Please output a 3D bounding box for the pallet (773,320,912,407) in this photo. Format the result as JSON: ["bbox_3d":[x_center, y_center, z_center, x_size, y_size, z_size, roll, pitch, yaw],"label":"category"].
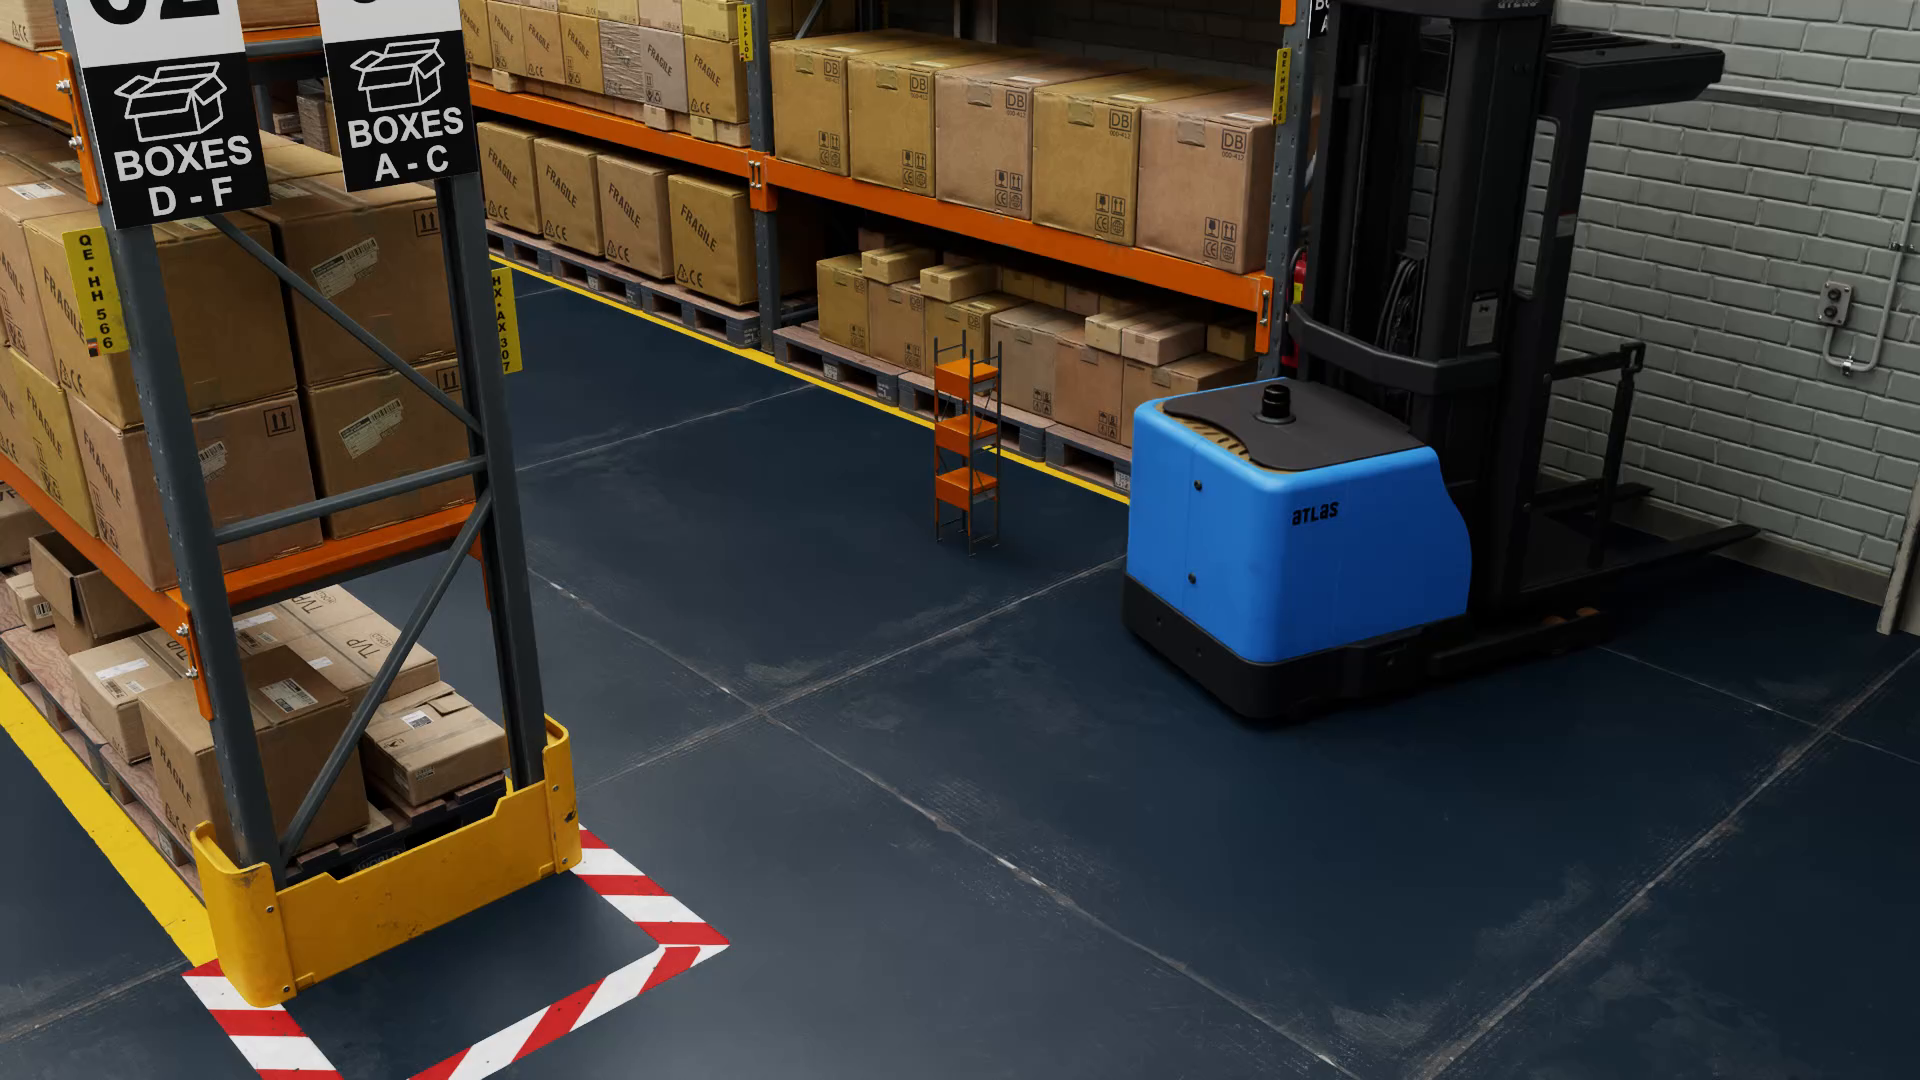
[{"bbox_3d":[-0.443,-1.209,10.647,1.003,0.211,1.213,-21,32,-38],"label":"pallet"}]

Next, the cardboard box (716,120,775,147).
[{"bbox_3d":[-1.343,-2.647,10.718,0.380,0.149,0.250,-21,32,-38],"label":"cardboard box"}]

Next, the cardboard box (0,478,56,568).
[{"bbox_3d":[-4.390,-0.112,7.592,0.500,0.311,0.500,-21,32,-38],"label":"cardboard box"}]

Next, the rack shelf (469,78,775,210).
[{"bbox_3d":[-2.273,-3.009,12.099,1.077,0.370,4.000,-21,32,-38],"label":"rack shelf"}]

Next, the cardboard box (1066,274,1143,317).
[{"bbox_3d":[0.816,-1.376,9.377,0.380,0.149,0.250,-21,32,-38],"label":"cardboard box"}]

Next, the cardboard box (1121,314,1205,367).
[{"bbox_3d":[1.056,-1.039,8.637,0.380,0.149,0.250,-22,32,-39],"label":"cardboard box"}]

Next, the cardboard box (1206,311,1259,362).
[{"bbox_3d":[1.508,-1.070,8.706,0.380,0.149,0.250,-21,32,-38],"label":"cardboard box"}]

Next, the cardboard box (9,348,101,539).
[{"bbox_3d":[-2.647,-0.372,5.332,0.500,0.500,0.500,-21,32,-38],"label":"cardboard box"}]

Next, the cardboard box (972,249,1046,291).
[{"bbox_3d":[0.291,-1.609,9.886,0.380,0.149,0.250,-21,32,-38],"label":"cardboard box"}]

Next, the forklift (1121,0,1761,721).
[{"bbox_3d":[2.262,-1.024,6.963,3.031,2.935,1.130,-12,27,-24],"label":"forklift"}]

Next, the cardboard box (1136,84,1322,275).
[{"bbox_3d":[1.472,-1.807,8.235,0.980,0.700,0.700,-20,31,-36],"label":"cardboard box"}]

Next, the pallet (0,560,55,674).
[{"bbox_3d":[-4.050,0.153,7.661,1.003,0.211,1.213,-21,32,-38],"label":"pallet"}]

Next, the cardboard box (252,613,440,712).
[{"bbox_3d":[-2.291,0.542,6.231,0.500,0.250,0.500,-21,32,-38],"label":"cardboard box"}]

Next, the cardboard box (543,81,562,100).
[{"bbox_3d":[-2.852,-3.371,12.304,0.380,0.149,0.250,-20,31,-37],"label":"cardboard box"}]

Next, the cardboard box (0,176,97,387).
[{"bbox_3d":[-2.636,-0.822,5.113,0.500,0.500,0.500,-20,31,-37],"label":"cardboard box"}]

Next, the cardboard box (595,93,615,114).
[{"bbox_3d":[-2.353,-3.129,11.772,0.380,0.149,0.250,-20,31,-37],"label":"cardboard box"}]

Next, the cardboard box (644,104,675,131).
[{"bbox_3d":[-1.901,-2.872,11.210,0.380,0.149,0.250,-21,32,-38],"label":"cardboard box"}]

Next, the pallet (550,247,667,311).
[{"bbox_3d":[-2.326,-2.044,12.476,1.003,0.211,1.213,-21,32,-38],"label":"pallet"}]

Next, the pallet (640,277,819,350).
[{"bbox_3d":[-1.488,-1.674,11.666,1.003,0.211,1.213,-21,32,-38],"label":"pallet"}]

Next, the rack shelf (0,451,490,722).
[{"bbox_3d":[-3.152,-0.391,6.360,1.077,0.370,4.000,-21,32,-38],"label":"rack shelf"}]

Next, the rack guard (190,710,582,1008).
[{"bbox_3d":[-1.837,1.002,5.451,1.175,0.500,0.348,-21,32,-38],"label":"rack guard"}]

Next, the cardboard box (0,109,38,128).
[{"bbox_3d":[-3.698,-1.290,6.138,0.500,0.500,0.500,-22,33,-40],"label":"cardboard box"}]

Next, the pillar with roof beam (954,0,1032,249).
[{"bbox_3d":[-2.938,-4.272,6.772,9.100,9.000,0.400,-21,32,-38],"label":"pillar with roof beam"}]

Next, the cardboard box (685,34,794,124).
[{"bbox_3d":[-1.405,-2.989,10.685,0.500,0.500,0.500,-22,32,-39],"label":"cardboard box"}]

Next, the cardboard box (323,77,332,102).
[{"bbox_3d":[-5.555,-4.208,15.437,0.500,0.250,0.500,-22,33,-39],"label":"cardboard box"}]

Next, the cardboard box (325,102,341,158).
[{"bbox_3d":[-5.469,-3.857,15.571,0.700,0.500,0.500,-22,32,-39],"label":"cardboard box"}]

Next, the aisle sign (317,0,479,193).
[{"bbox_3d":[-1.524,-1.358,4.480,0.394,0.787,0.004,-21,32,-38],"label":"aisle sign"}]

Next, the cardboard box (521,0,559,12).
[{"bbox_3d":[-2.805,-3.950,11.888,0.500,0.250,0.500,-21,32,-38],"label":"cardboard box"}]

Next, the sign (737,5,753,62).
[{"bbox_3d":[-1.295,-3.064,10.054,0.100,0.325,0.005,-21,32,-38],"label":"sign"}]

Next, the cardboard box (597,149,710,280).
[{"bbox_3d":[-2.054,-2.372,11.920,0.750,0.750,0.750,-20,31,-37],"label":"cardboard box"}]

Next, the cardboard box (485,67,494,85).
[{"bbox_3d":[-3.418,-3.593,12.790,0.380,0.149,0.250,-21,32,-38],"label":"cardboard box"}]

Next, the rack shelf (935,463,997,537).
[{"bbox_3d":[0.037,-0.199,8.116,0.215,0.259,0.240,-21,32,-38],"label":"rack shelf"}]

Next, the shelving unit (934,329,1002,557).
[{"bbox_3d":[0.037,-0.461,7.997,0.215,1.050,0.252,-21,32,-38],"label":"shelving unit"}]

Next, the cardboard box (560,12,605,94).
[{"bbox_3d":[-2.443,-3.445,11.685,0.500,0.500,0.500,-20,31,-37],"label":"cardboard box"}]

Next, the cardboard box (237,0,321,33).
[{"bbox_3d":[-1.951,-1.637,4.790,0.500,0.250,0.500,-21,32,-38],"label":"cardboard box"}]

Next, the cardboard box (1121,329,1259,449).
[{"bbox_3d":[1.277,-0.756,8.799,0.700,0.500,0.500,-21,32,-38],"label":"cardboard box"}]

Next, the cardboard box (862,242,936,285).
[{"bbox_3d":[-0.368,-1.668,10.017,0.380,0.149,0.250,-20,31,-37],"label":"cardboard box"}]

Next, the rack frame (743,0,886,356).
[{"bbox_3d":[-0.906,-2.731,10.621,1.000,3.000,0.127,-21,32,-38],"label":"rack frame"}]

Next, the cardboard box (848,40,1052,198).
[{"bbox_3d":[-0.052,-2.475,9.701,0.980,0.700,0.700,-22,33,-40],"label":"cardboard box"}]

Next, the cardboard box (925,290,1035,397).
[{"bbox_3d":[0.221,-1.219,9.815,0.700,0.500,0.500,-20,31,-37],"label":"cardboard box"}]

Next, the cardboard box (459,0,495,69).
[{"bbox_3d":[-3.494,-3.913,12.710,0.500,0.500,0.500,-20,31,-37],"label":"cardboard box"}]

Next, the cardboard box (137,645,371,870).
[{"bbox_3d":[-2.337,0.730,5.518,0.500,0.500,0.500,-21,32,-38],"label":"cardboard box"}]

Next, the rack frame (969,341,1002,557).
[{"bbox_3d":[0.120,-0.424,7.916,0.200,1.050,0.008,-21,32,-38],"label":"rack frame"}]

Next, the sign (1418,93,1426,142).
[{"bbox_3d":[2.238,-2.104,8.110,0.100,0.325,0.005,-21,32,-38],"label":"sign"}]

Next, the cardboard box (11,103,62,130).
[{"bbox_3d":[-3.288,-1.438,6.462,0.500,0.500,0.500,-21,32,-38],"label":"cardboard box"}]

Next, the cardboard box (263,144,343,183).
[{"bbox_3d":[-2.259,-0.978,5.455,0.500,0.500,0.500,-21,32,-38],"label":"cardboard box"}]
